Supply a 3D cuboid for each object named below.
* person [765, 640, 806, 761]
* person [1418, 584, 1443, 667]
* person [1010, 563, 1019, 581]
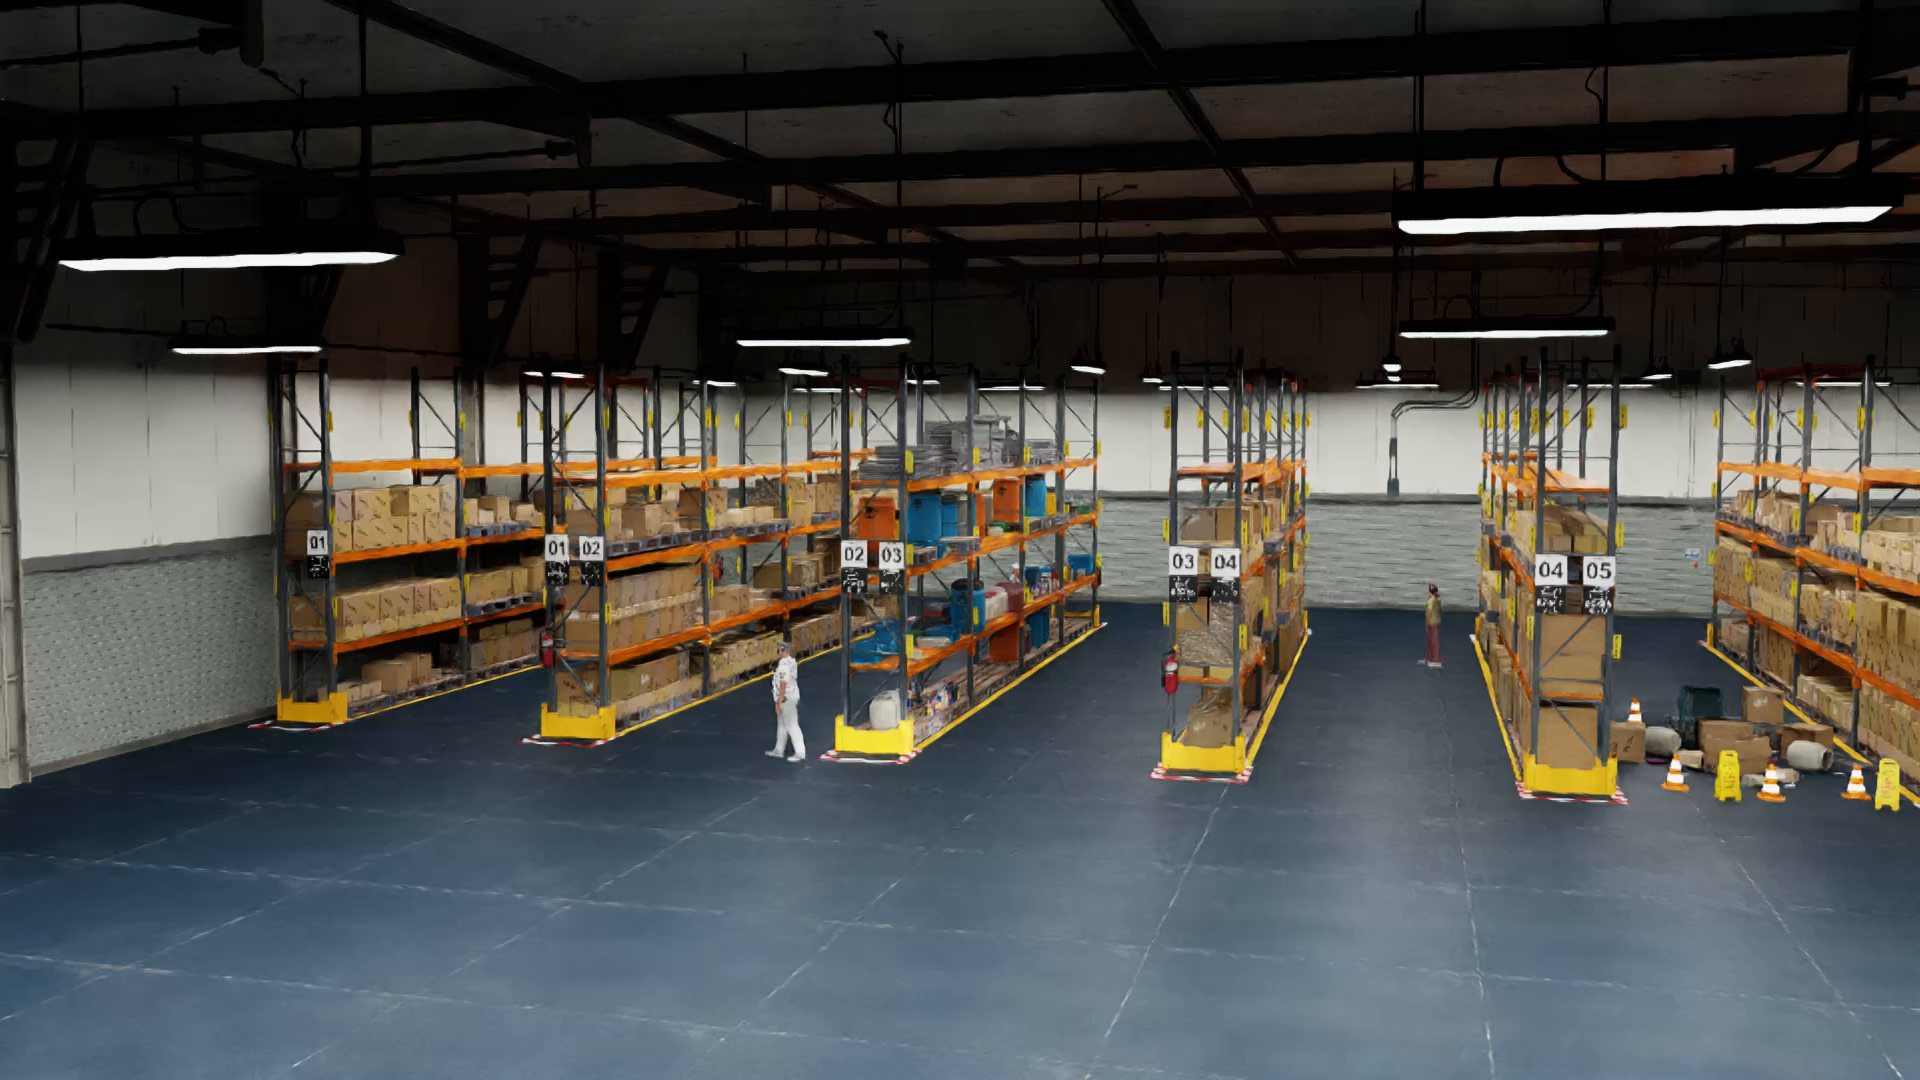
[{"bbox_3d":[-2.589,2.354,24.620,0.669,1.740,0.773,0,4,5],"label":"person"},{"bbox_3d":[9.590,1.719,33.854,0.582,1.664,0.578,3,5,33],"label":"person"},{"bbox_3d":[1.291,1.391,38.100,0.596,1.746,0.974,3,5,38],"label":"person"}]
